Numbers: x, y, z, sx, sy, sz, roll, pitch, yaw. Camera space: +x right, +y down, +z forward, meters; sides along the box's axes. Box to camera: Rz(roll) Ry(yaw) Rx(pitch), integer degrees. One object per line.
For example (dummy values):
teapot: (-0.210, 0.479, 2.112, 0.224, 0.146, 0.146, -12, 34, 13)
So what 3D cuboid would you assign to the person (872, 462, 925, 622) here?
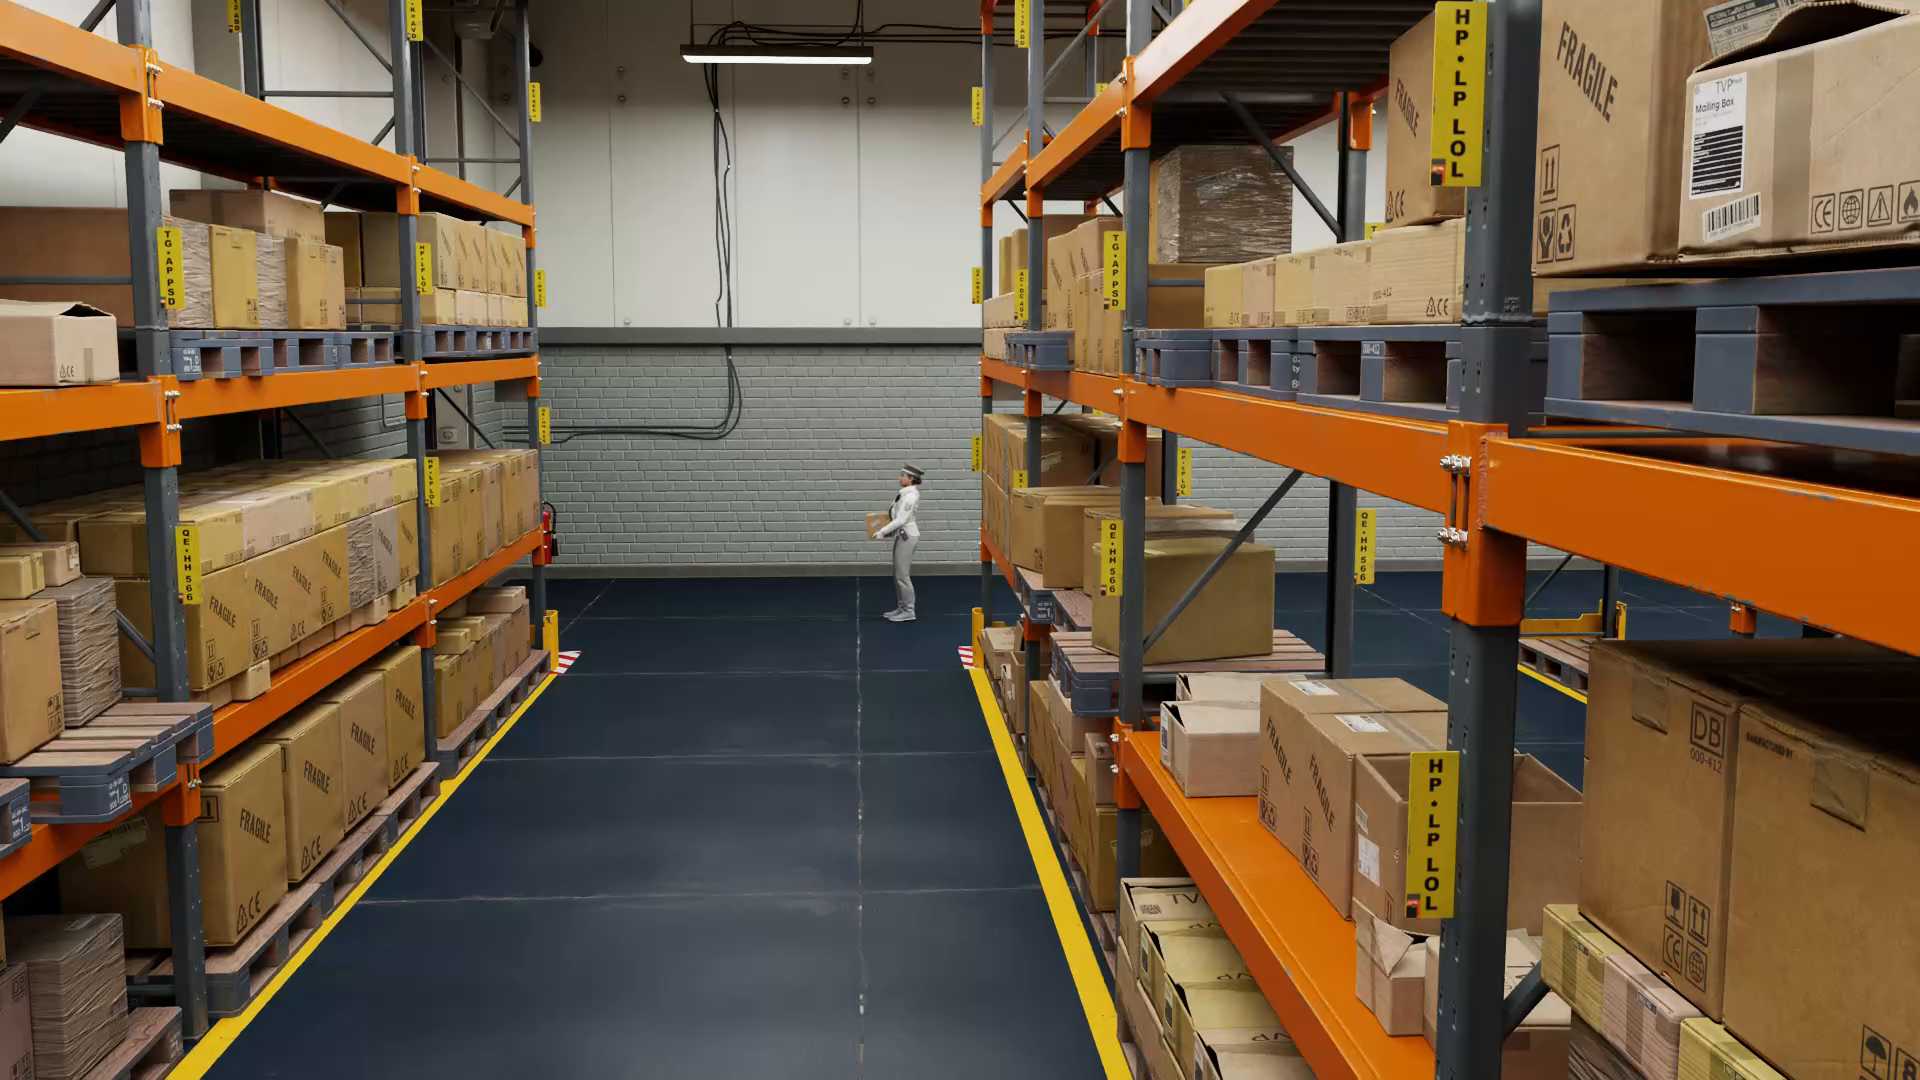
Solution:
person: (-0.648, 0.008, 17.591, 0.556, 1.686, 0.459, 0, 7, -3)
